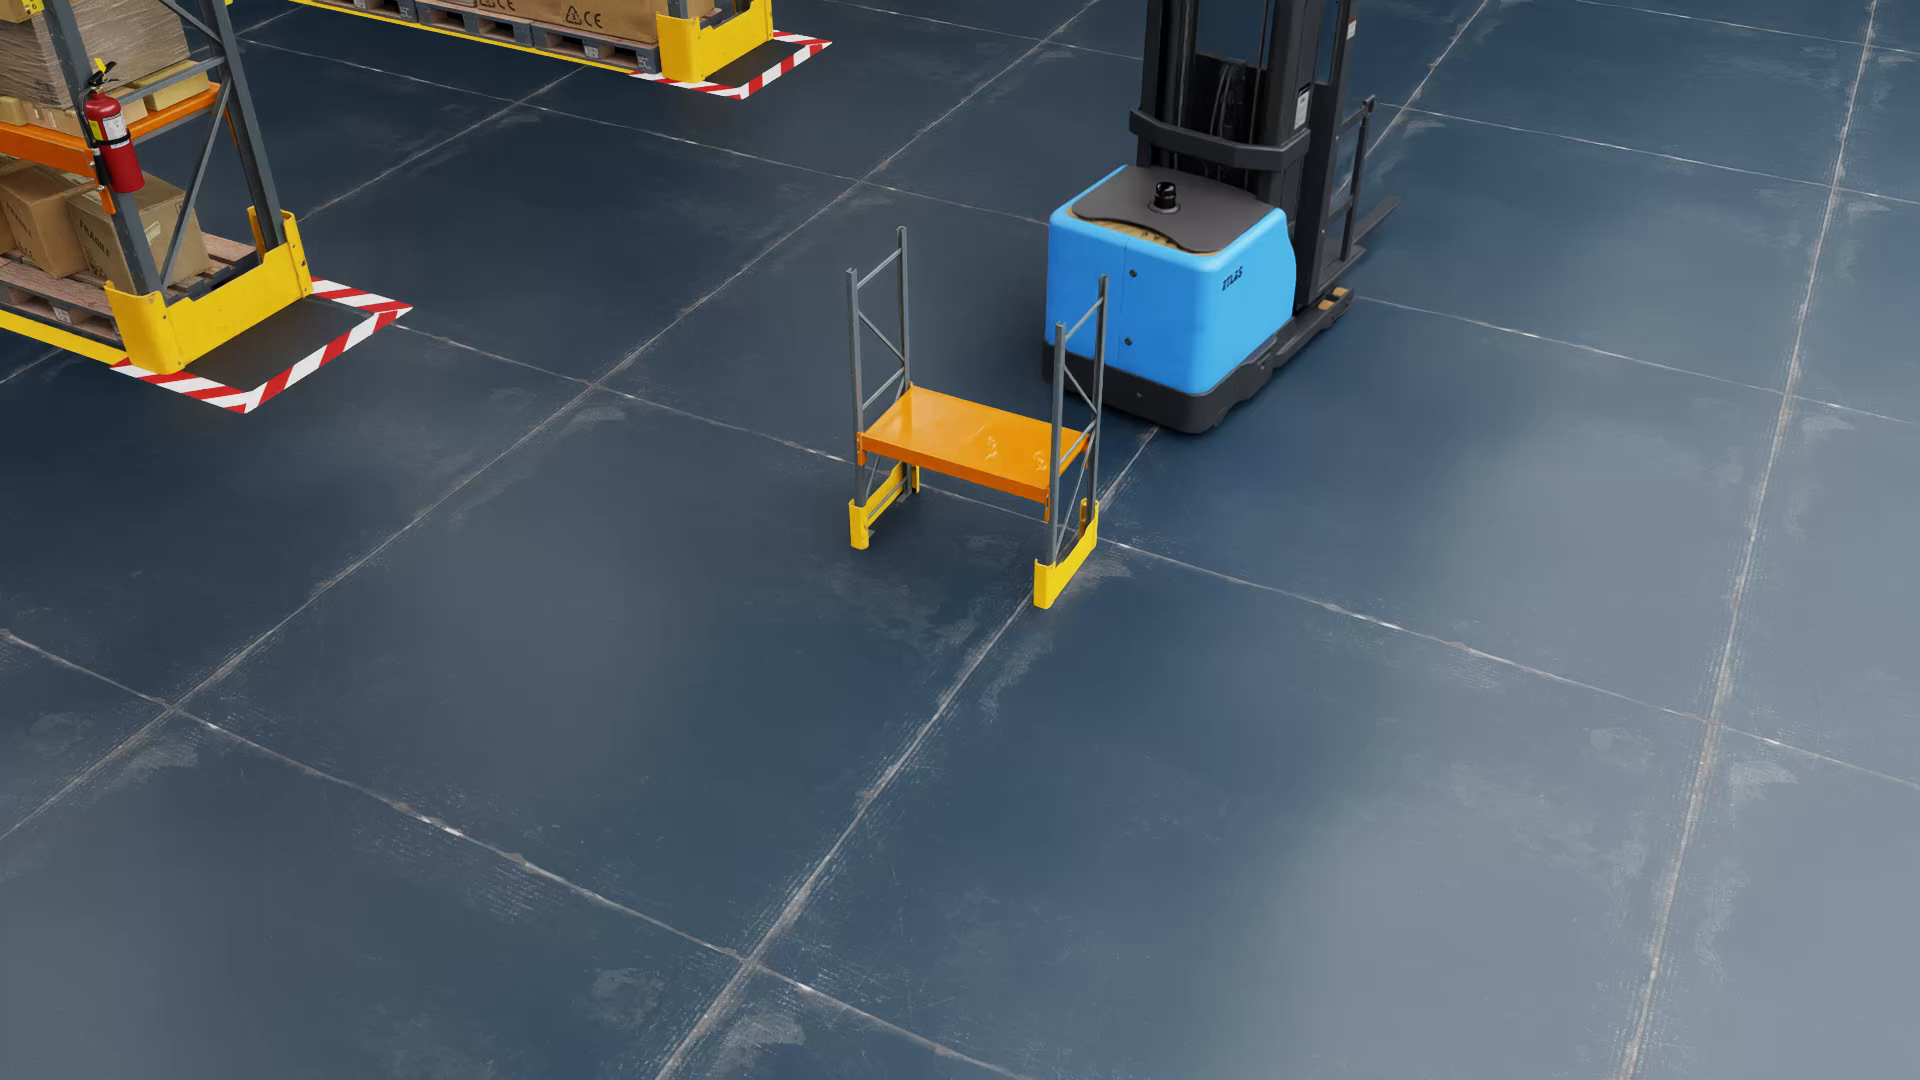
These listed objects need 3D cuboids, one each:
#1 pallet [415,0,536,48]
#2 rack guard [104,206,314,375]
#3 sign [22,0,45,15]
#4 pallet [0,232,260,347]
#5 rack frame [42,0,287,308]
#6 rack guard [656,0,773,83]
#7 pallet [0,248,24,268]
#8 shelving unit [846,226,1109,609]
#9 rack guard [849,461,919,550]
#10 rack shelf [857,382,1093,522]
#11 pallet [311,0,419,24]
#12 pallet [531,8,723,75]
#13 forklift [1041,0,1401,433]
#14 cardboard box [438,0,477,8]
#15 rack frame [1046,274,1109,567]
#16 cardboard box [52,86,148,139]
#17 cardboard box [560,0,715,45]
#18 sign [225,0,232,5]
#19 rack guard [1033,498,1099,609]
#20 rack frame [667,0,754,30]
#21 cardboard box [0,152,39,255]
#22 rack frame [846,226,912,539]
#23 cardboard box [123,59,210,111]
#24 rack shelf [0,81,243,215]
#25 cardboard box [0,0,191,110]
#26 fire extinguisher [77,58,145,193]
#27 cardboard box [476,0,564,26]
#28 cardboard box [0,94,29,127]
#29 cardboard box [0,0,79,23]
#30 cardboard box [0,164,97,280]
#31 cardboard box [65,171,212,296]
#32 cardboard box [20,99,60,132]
[{"bbox_3d":[-3.783,-4.507,14.014,1.213,0.211,1.003,17,41,21],"label":"pallet"},{"bbox_3d":[-4.396,-1.489,9.798,0.348,0.500,1.175,17,41,21],"label":"rack guard"},{"bbox_3d":[-4.602,-2.758,8.183,0.005,0.325,0.100,17,41,21],"label":"sign"},{"bbox_3d":[-5.101,-1.618,10.208,1.213,0.211,1.003,17,41,21],"label":"pallet"},{"bbox_3d":[-4.329,-2.463,9.014,0.127,3.000,1.000,17,41,21],"label":"rack frame"},{"bbox_3d":[-1.937,-4.096,13.232,0.348,0.500,1.175,17,41,21],"label":"rack guard"},{"bbox_3d":[-6.181,-1.958,10.655,1.213,0.211,1.003,17,41,21],"label":"pallet"},{"bbox_3d":[0.068,-0.576,7.769,1.083,1.500,0.587,17,41,21],"label":"shelving unit"},{"bbox_3d":[-0.375,-0.217,8.329,0.087,0.250,0.587,17,41,21],"label":"rack guard"},{"bbox_3d":[0.076,-0.430,7.874,1.000,0.185,0.538,17,41,21],"label":"rack shelf"},{"bbox_3d":[-4.871,-4.846,14.460,1.213,0.211,1.003,17,41,21],"label":"pallet"},{"bbox_3d":[-2.704,-4.168,13.566,1.213,0.211,1.003,17,41,21],"label":"pallet"},{"bbox_3d":[1.719,-2.584,9.229,1.130,2.935,3.031,23,43,27],"label":"forklift"},{"bbox_3d":[-4.181,-5.070,13.858,0.875,0.875,0.875,18,41,22],"label":"cardboard box"},{"bbox_3d":[0.527,-0.432,7.579,0.032,1.500,0.500,17,41,21],"label":"rack frame"},{"bbox_3d":[-4.677,-2.331,9.048,0.250,0.149,0.380,17,41,21],"label":"cardboard box"},{"bbox_3d":[-2.590,-4.572,13.202,0.875,0.875,0.875,18,41,22],"label":"cardboard box"},{"bbox_3d":[-4.079,-3.099,9.136,0.005,0.325,0.100,17,41,21],"label":"sign"},{"bbox_3d":[0.510,0.060,7.964,0.087,0.250,0.587,17,41,21],"label":"rack guard"},{"bbox_3d":[-1.958,-5.098,12.485,0.127,3.000,1.000,17,41,21],"label":"rack frame"},{"bbox_3d":[-5.969,-2.149,10.321,0.500,0.500,0.500,21,42,26],"label":"cardboard box"},{"bbox_3d":[-0.376,-0.715,7.951,0.032,1.500,0.500,17,41,21],"label":"rack frame"},{"bbox_3d":[-4.472,-2.570,9.363,0.250,0.149,0.380,17,41,21],"label":"cardboard box"},{"bbox_3d":[-6.105,-2.733,9.964,4.000,0.370,1.077,17,41,21],"label":"rack shelf"},{"bbox_3d":[-4.804,-2.789,9.115,0.500,0.500,0.875,17,41,21],"label":"cardboard box"},{"bbox_3d":[-4.439,-2.153,8.670,0.183,0.674,0.296,17,41,21],"label":"fire extinguisher"},{"bbox_3d":[-3.373,-4.816,13.523,0.875,0.875,0.875,17,40,21],"label":"cardboard box"},{"bbox_3d":[-5.144,-2.443,9.196,0.250,0.149,0.380,17,41,21],"label":"cardboard box"},{"bbox_3d":[-4.931,-3.040,8.618,0.500,0.500,0.500,17,41,21],"label":"cardboard box"},{"bbox_3d":[-5.422,-1.965,10.078,0.500,0.500,0.500,29,46,33],"label":"cardboard box"},{"bbox_3d":[-4.875,-1.817,9.883,0.500,0.500,0.500,25,44,29],"label":"cardboard box"},{"bbox_3d":[-4.898,-2.401,9.140,0.250,0.149,0.380,17,41,21],"label":"cardboard box"}]
